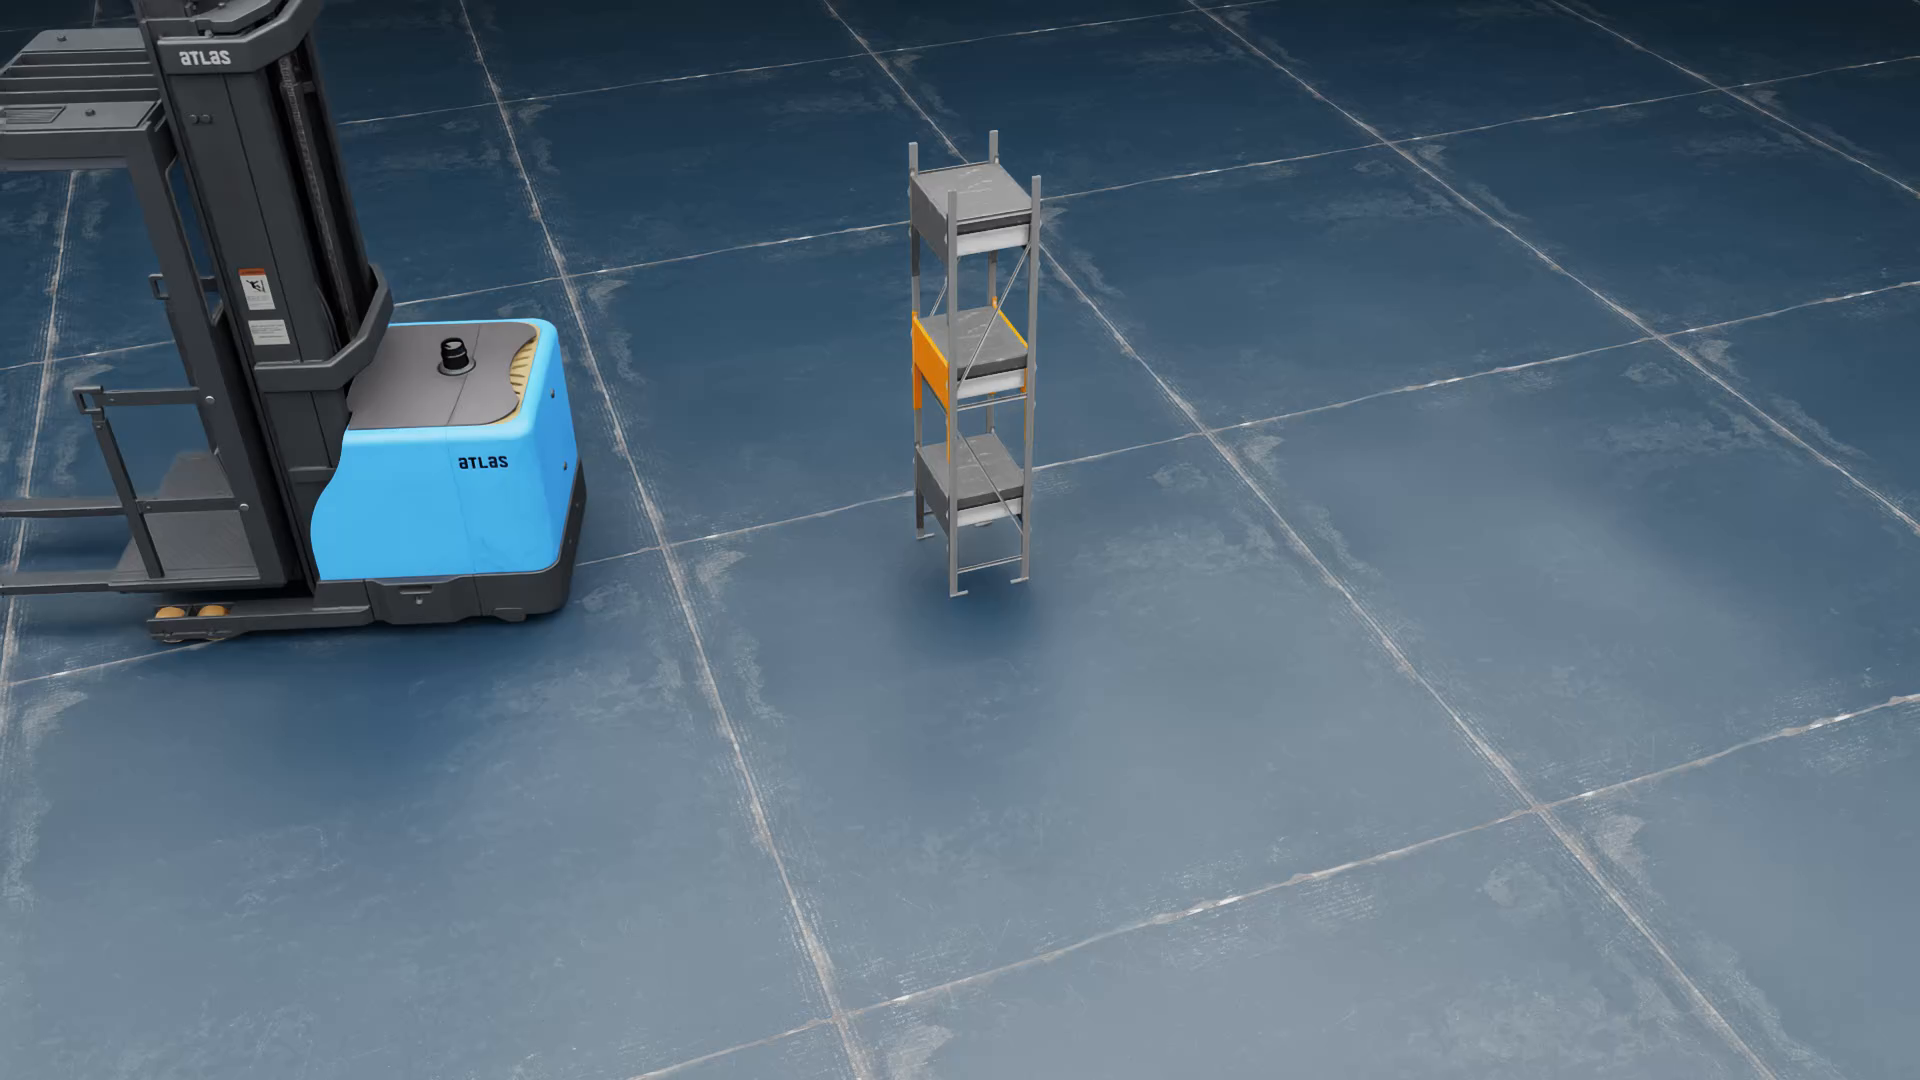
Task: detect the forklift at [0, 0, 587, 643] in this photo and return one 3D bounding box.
[{"bbox_3d":[-3.389,-1.027,7.238,3.031,2.935,1.130,-2,37,-3],"label":"forklift"}]

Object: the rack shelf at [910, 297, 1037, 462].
[{"bbox_3d":[0.057,-0.734,7.563,0.431,0.518,0.480,-12,39,-16],"label":"rack shelf"}]

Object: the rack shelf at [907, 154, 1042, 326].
[{"bbox_3d":[0.057,-1.293,7.142,0.431,0.518,0.480,-12,39,-16],"label":"rack shelf"}]

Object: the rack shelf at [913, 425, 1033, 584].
[{"bbox_3d":[0.057,-0.175,7.984,0.431,0.518,0.480,-12,39,-16],"label":"rack shelf"}]

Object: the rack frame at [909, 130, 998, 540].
[{"bbox_3d":[-0.027,-0.883,7.738,0.400,2.100,0.015,-12,39,-16],"label":"rack frame"}]

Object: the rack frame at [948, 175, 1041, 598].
[{"bbox_3d":[0.141,-0.607,7.372,0.400,2.100,0.015,-12,39,-16],"label":"rack frame"}]

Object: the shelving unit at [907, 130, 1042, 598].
[{"bbox_3d":[0.057,-0.745,7.555,0.431,2.100,0.503,-12,39,-16],"label":"shelving unit"}]
